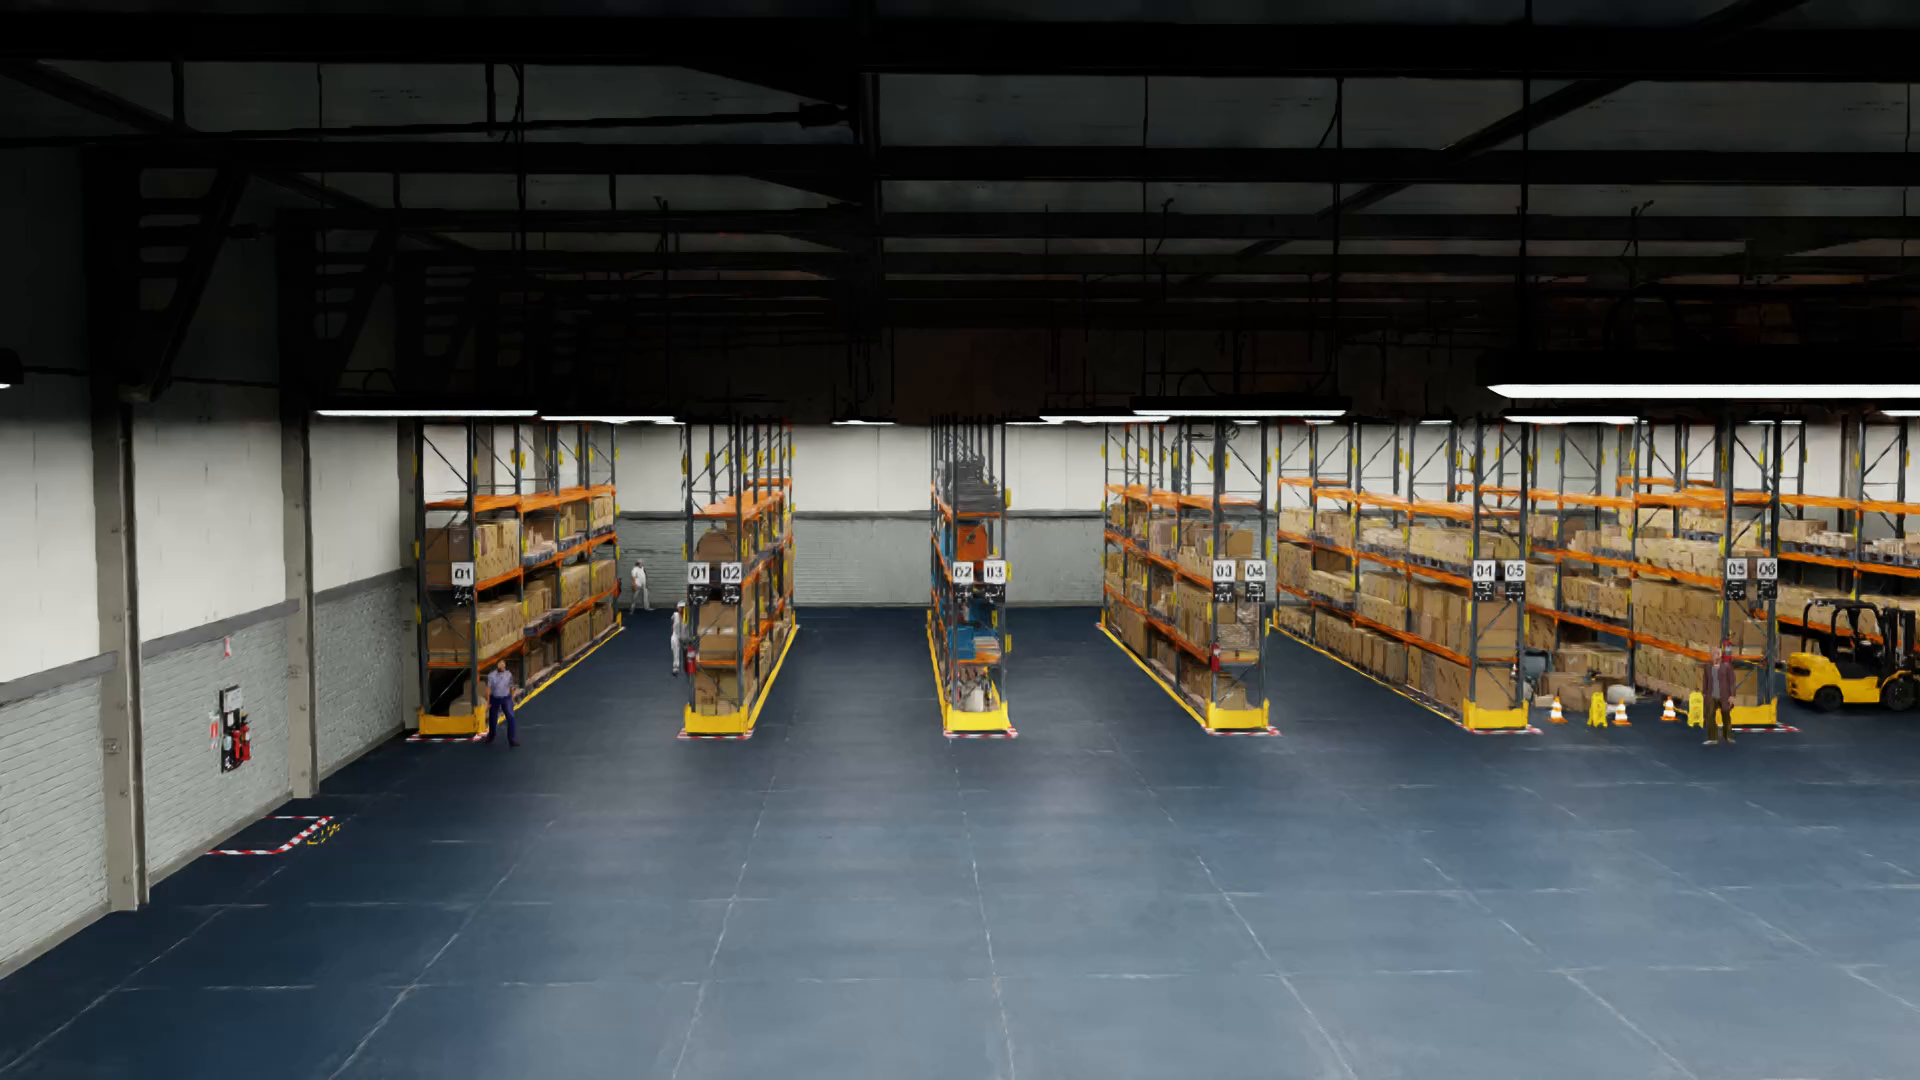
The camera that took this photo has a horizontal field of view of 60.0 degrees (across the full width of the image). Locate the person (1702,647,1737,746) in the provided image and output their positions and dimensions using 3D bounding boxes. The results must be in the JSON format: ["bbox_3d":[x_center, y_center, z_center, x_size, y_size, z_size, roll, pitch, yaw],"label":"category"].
[{"bbox_3d":[13.672,2.805,29.944,0.607,1.769,0.655,4,5,42],"label":"person"}]

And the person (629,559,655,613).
[{"bbox_3d":[-9.868,1.398,51.310,0.565,1.655,0.734,3,5,37],"label":"person"}]

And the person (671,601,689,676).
[{"bbox_3d":[-6.414,2.243,38.365,0.550,1.709,1.128,0,4,-4],"label":"person"}]

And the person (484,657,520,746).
[{"bbox_3d":[-8.267,2.905,29.907,0.518,1.574,0.942,-2,4,-25],"label":"person"}]
